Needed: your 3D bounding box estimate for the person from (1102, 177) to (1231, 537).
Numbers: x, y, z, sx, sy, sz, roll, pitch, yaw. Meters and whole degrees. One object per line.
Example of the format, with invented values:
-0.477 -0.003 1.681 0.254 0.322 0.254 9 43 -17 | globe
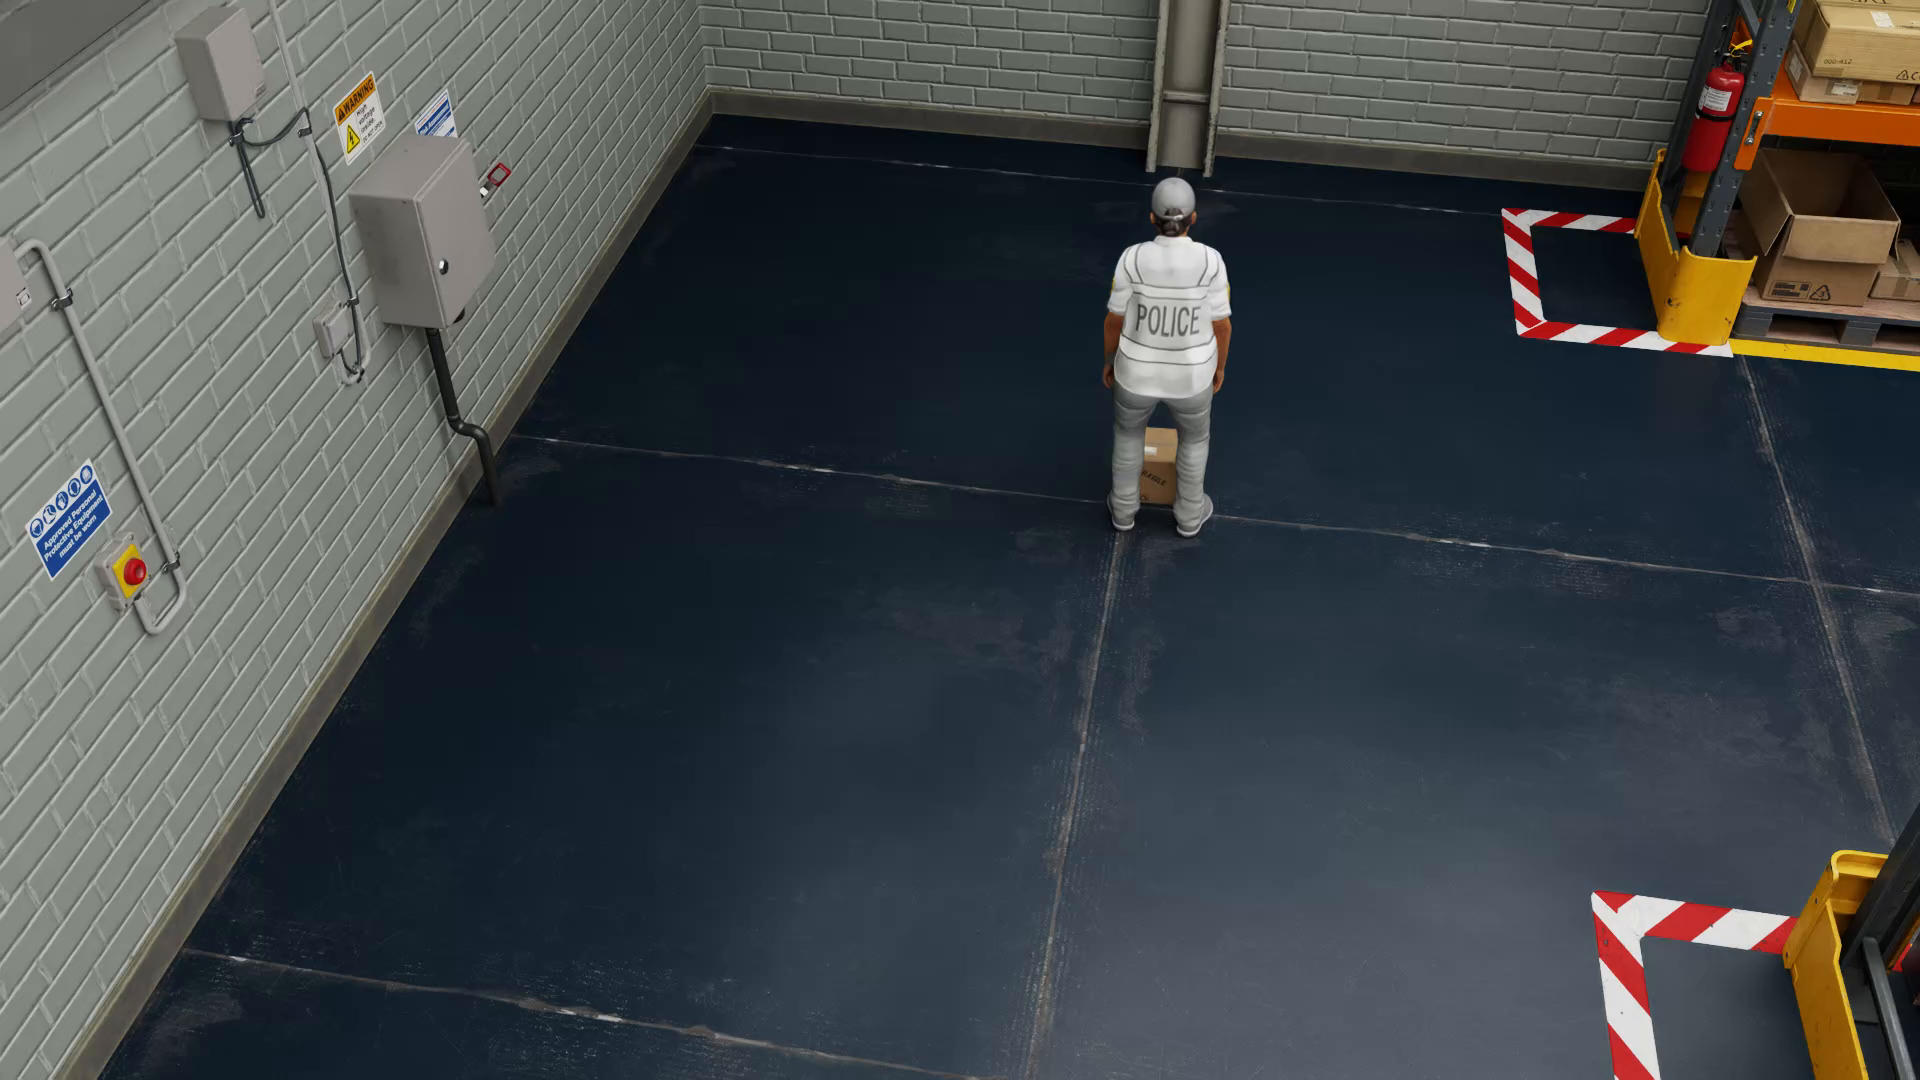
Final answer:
0.870 -0.733 7.003 0.548 1.664 0.470 5 41 6 | person
